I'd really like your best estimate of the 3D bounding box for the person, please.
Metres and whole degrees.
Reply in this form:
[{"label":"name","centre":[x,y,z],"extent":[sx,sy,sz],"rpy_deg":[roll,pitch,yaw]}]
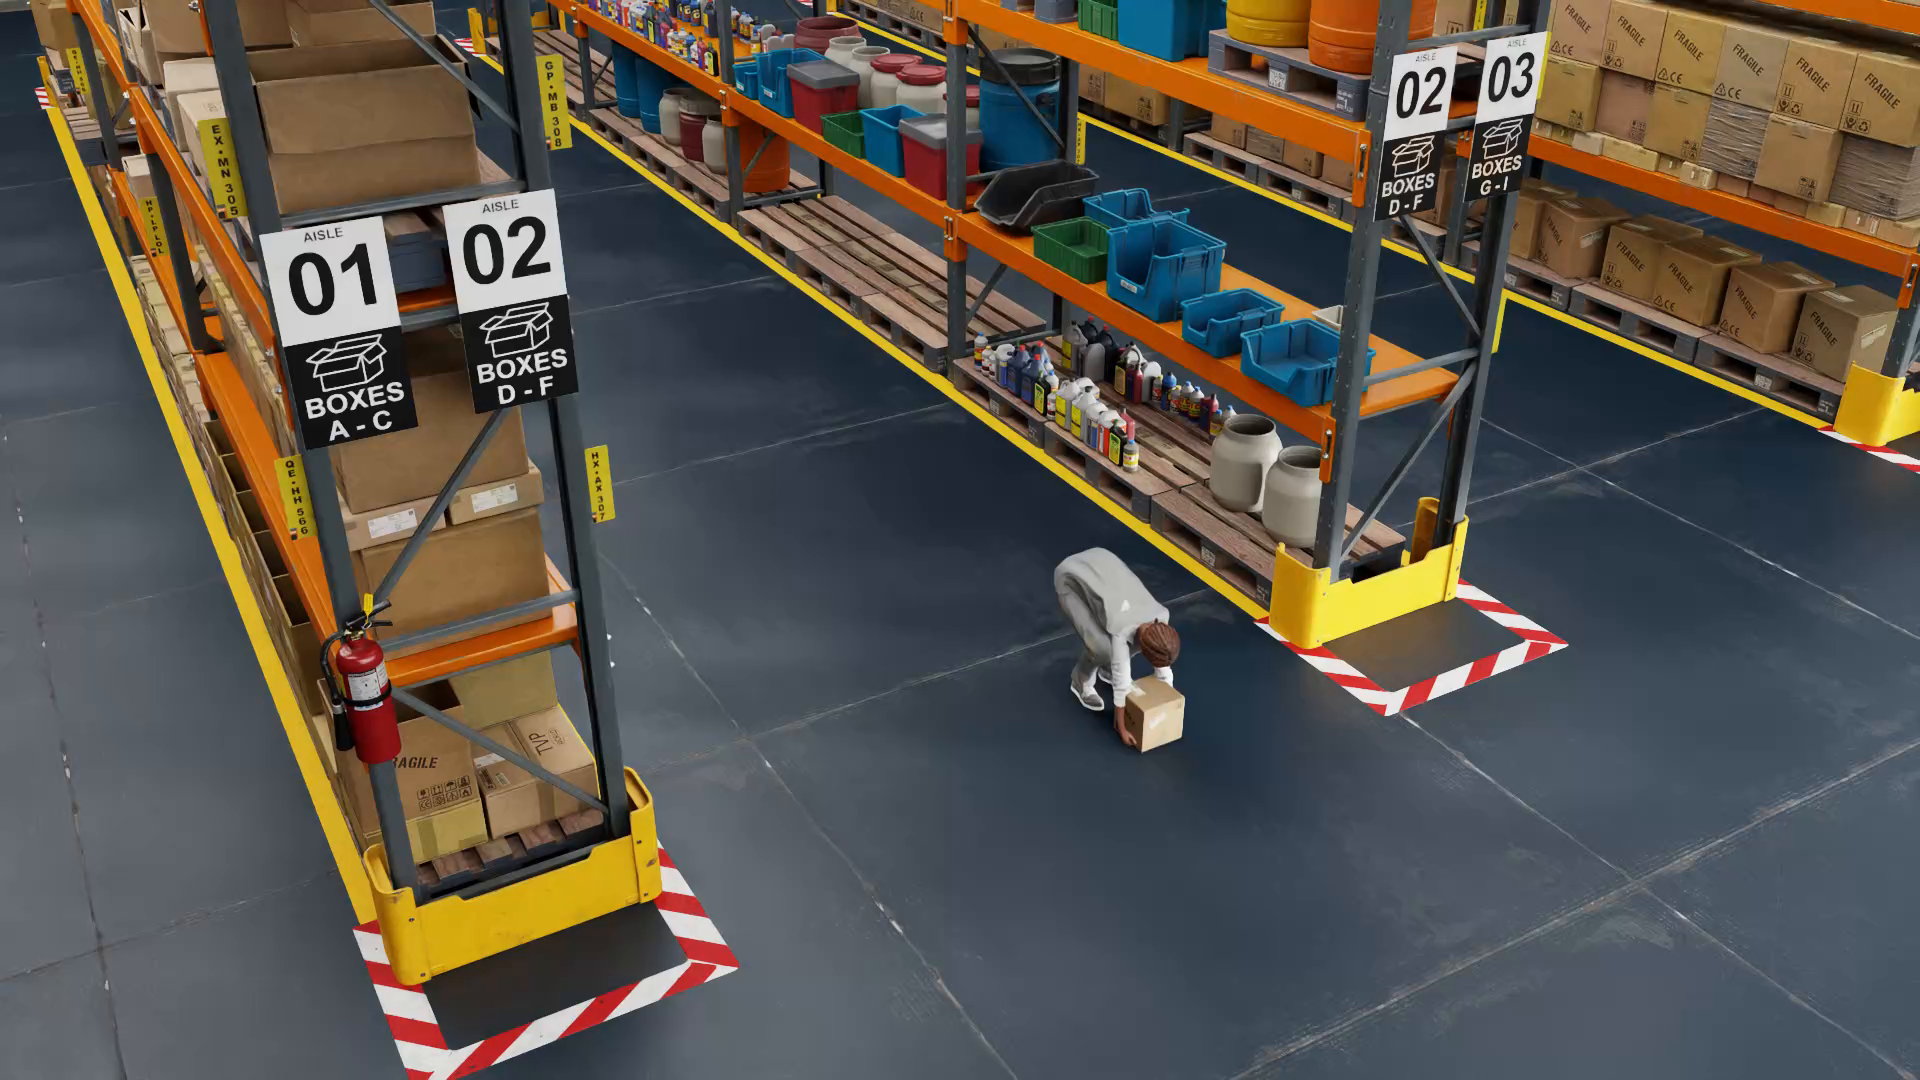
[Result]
[{"label":"person","centre":[0.814,0.513,8.468],"extent":[0.428,0.810,0.862],"rpy_deg":[-18,34,-28]}]
